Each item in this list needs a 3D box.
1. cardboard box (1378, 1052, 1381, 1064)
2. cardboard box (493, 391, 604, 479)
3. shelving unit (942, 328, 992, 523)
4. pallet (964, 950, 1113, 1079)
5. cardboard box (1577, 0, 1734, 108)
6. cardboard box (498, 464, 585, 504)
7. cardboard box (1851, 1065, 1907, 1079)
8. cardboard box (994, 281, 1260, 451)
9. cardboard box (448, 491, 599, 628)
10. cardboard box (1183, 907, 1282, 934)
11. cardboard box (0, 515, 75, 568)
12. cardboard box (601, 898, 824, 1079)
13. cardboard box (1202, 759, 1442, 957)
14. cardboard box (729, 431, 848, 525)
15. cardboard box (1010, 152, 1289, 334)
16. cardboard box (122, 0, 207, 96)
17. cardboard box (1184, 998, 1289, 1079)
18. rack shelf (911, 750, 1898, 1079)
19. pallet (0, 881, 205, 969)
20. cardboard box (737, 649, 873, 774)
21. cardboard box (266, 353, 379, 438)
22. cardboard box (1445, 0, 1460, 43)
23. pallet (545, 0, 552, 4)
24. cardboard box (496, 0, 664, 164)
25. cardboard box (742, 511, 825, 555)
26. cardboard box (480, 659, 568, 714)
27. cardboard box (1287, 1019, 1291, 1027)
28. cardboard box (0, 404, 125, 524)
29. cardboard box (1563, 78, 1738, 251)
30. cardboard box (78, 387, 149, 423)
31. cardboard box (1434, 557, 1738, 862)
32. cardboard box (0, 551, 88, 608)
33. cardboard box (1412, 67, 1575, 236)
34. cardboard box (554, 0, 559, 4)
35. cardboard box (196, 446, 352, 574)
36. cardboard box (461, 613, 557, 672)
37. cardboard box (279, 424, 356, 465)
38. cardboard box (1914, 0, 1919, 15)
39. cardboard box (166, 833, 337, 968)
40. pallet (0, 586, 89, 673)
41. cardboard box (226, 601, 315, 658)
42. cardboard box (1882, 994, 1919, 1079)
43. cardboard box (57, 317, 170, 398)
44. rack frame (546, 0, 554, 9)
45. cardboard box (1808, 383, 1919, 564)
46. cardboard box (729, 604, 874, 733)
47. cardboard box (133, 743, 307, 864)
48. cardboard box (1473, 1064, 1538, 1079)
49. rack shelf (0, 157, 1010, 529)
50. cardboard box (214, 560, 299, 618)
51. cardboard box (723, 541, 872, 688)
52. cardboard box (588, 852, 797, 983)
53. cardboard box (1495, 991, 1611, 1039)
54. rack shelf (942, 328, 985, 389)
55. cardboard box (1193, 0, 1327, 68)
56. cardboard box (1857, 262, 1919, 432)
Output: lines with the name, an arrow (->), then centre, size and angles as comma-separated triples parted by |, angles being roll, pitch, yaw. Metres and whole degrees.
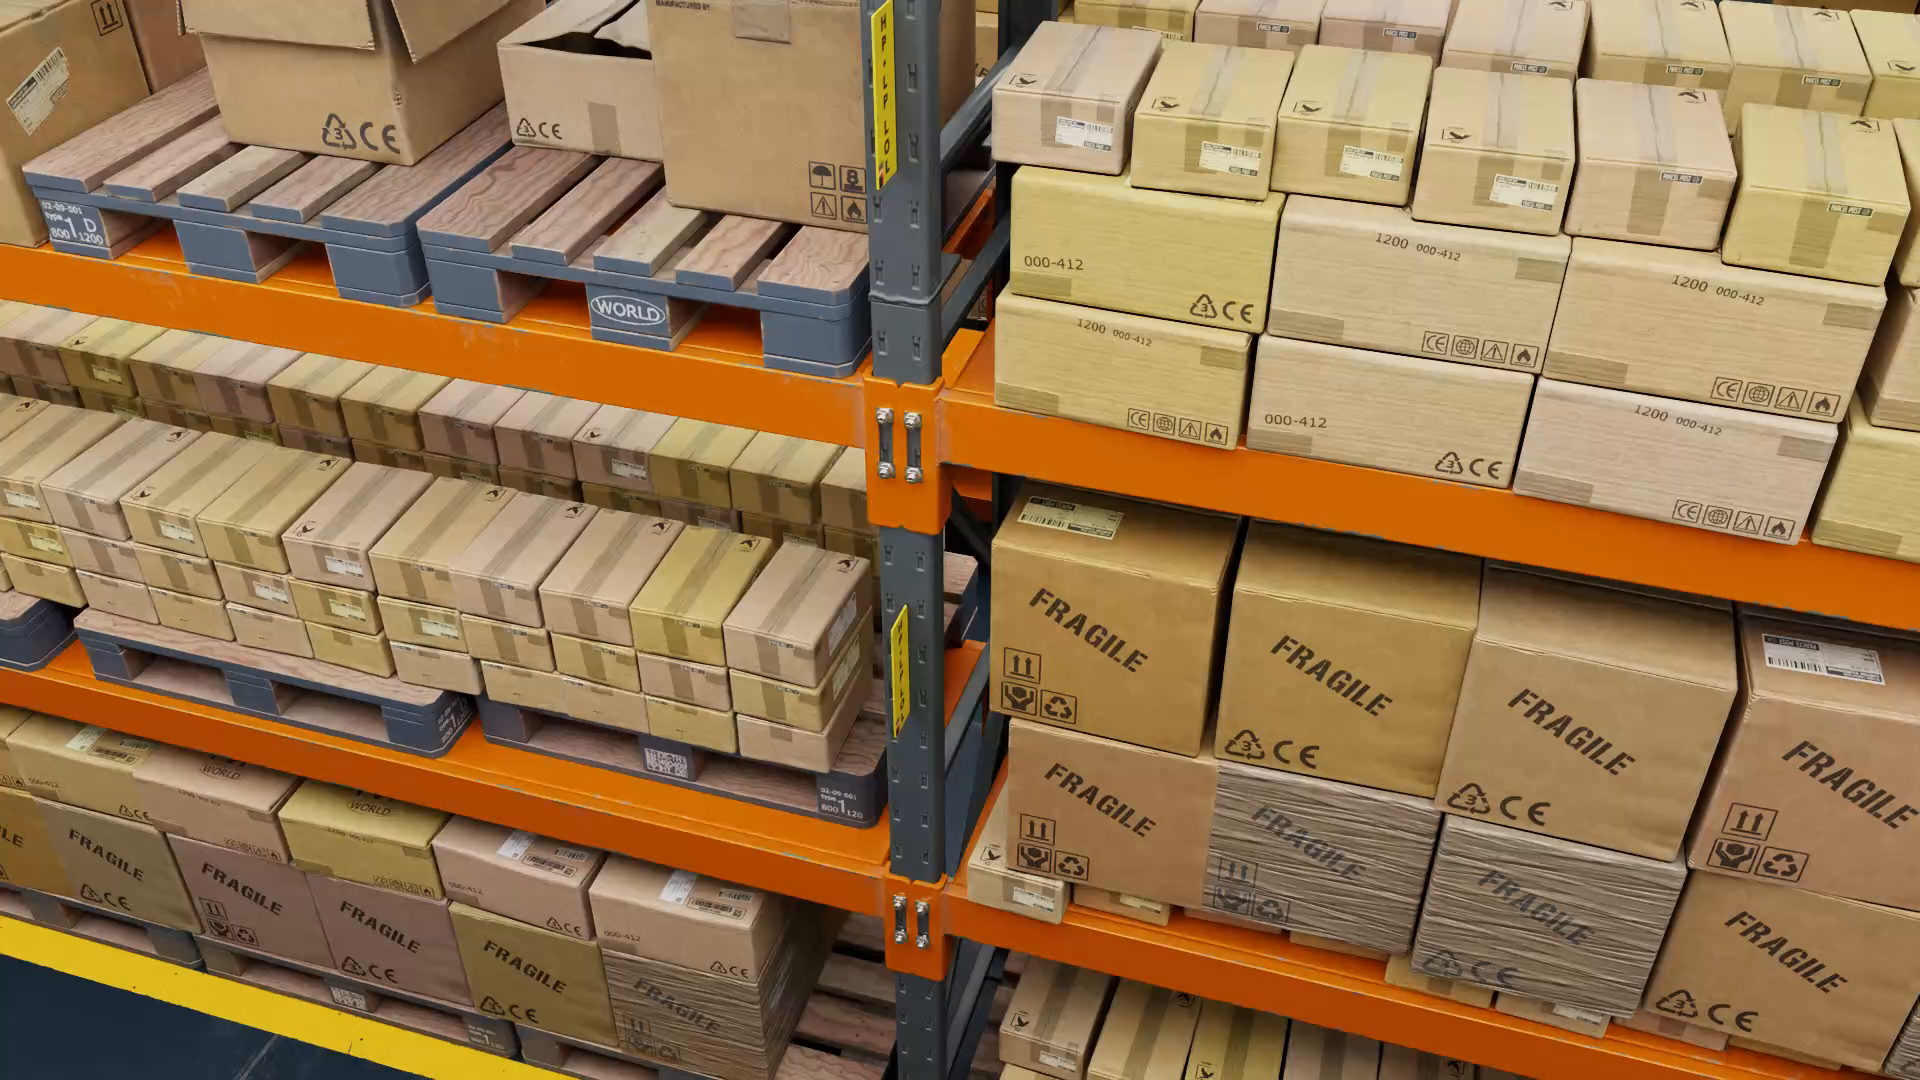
cardboard box -> 1.211, 1.531, 5.190 | 0.250, 0.149, 0.380 | 10, 37, 13
cardboard box -> -1.207, -0.364, 5.070 | 0.250, 0.149, 0.380 | 10, 38, 14
shelving unit -> 0.006, -0.452, 7.415 | 1.048, 1.125, 0.538 | 10, 38, 14
pallet -> 0.677, 1.678, 5.292 | 1.213, 0.211, 1.003 | 10, 38, 14
cardboard box -> 1.403, -0.973, 3.379 | 0.250, 0.149, 0.380 | 9, 37, 12
cardboard box -> -1.214, -0.243, 5.157 | 0.250, 0.149, 0.380 | 12, 38, 16
cardboard box -> 2.245, 1.089, 3.951 | 0.250, 0.149, 0.380 | 9, 37, 12
cardboard box -> 0.389, -0.460, 3.441 | 0.500, 0.250, 0.500 | 12, 38, 16
cardboard box -> -1.169, 0.048, 4.510 | 0.250, 0.149, 0.380 | 10, 38, 14
cardboard box -> 0.737, 0.814, 4.326 | 0.250, 0.149, 0.380 | 9, 37, 12
cardboard box -> -2.635, -0.103, 4.966 | 0.250, 0.149, 0.380 | 11, 38, 14
cardboard box -> -0.756, 1.306, 5.200 | 0.500, 0.500, 0.500 | 10, 37, 13
cardboard box -> 0.898, 0.610, 4.056 | 0.500, 0.500, 0.500 | 10, 38, 14
cardboard box -> -0.481, -0.227, 4.883 | 0.250, 0.149, 0.380 | 12, 38, 15
cardboard box -> 0.413, -0.672, 3.306 | 0.500, 0.250, 0.500 | 12, 38, 15
cardboard box -> -2.214, -1.370, 4.466 | 0.500, 0.500, 0.500 | 10, 38, 14
cardboard box -> 0.794, 1.473, 4.767 | 0.250, 0.149, 0.380 | 10, 38, 13
rack shelf -> 1.935, 1.100, 4.332 | 4.000, 0.370, 1.077 | 10, 38, 14
pallet -> -3.047, 1.011, 6.198 | 1.213, 0.211, 1.003 | 10, 38, 14
cardboard box -> -0.413, 0.430, 4.492 | 0.250, 0.149, 0.380 | 10, 37, 13
cardboard box -> -1.954, -0.501, 5.256 | 0.250, 0.149, 0.380 | 12, 38, 16
cardboard box -> 2.450, -2.373, 7.686 | 0.500, 0.500, 0.500 | 10, 38, 14
pallet -> -2.929, -3.027, 9.495 | 1.003, 0.211, 1.213 | 10, 38, 14
cardboard box -> -0.752, -1.159, 3.985 | 0.500, 0.311, 0.500 | 10, 38, 13
cardboard box -> -0.461, -0.106, 4.970 | 0.250, 0.149, 0.380 | 10, 37, 13
cardboard box -> -1.137, 0.295, 4.676 | 0.250, 0.149, 0.380 | 9, 37, 12
cardboard box -> 1.154, 1.369, 5.159 | 0.250, 0.149, 0.380 | 11, 38, 14
cardboard box -> -2.666, -0.228, 4.885 | 0.250, 0.149, 0.380 | 9, 37, 12
cardboard box -> 1.225, -0.680, 2.981 | 0.250, 0.149, 0.380 | 9, 37, 12
cardboard box -> -2.678, -0.517, 5.529 | 0.250, 0.149, 0.380 | 11, 38, 15
cardboard box -> 1.355, 0.301, 3.632 | 0.500, 0.500, 0.500 | 11, 38, 15
cardboard box -> -2.654, 0.017, 5.055 | 0.250, 0.149, 0.380 | 12, 38, 16
cardboard box -> 0.972, -0.714, 3.027 | 0.250, 0.149, 0.380 | 9, 37, 13
cardboard box -> -1.834, -2.839, 8.993 | 0.500, 0.500, 0.500 | 12, 38, 15
cardboard box -> -1.917, -0.089, 4.696 | 0.250, 0.149, 0.380 | 10, 38, 13
cardboard box -> -1.163, 0.173, 4.591 | 0.250, 0.149, 0.380 | 9, 37, 12
cardboard box -> -1.953, -0.382, 5.345 | 0.250, 0.149, 0.380 | 11, 38, 15
cardboard box -> 4.564, -2.312, 7.604 | 0.500, 0.500, 0.500 | 10, 37, 13
cardboard box -> -2.221, 1.031, 5.573 | 0.500, 0.500, 0.500 | 10, 37, 13
pallet -> -3.080, -0.108, 5.528 | 1.003, 0.211, 1.213 | 10, 38, 14
cardboard box -> -1.911, 0.155, 4.867 | 0.250, 0.149, 0.380 | 9, 37, 12
cardboard box -> 2.361, 0.891, 3.673 | 0.500, 0.500, 0.500 | 11, 38, 14
cardboard box -> -2.699, -0.639, 5.443 | 0.250, 0.149, 0.380 | 12, 38, 15
rack frame -> -2.217, -3.039, 9.349 | 0.127, 3.000, 1.000 | 10, 38, 14
cardboard box -> 1.859, -0.179, 3.059 | 0.500, 0.250, 0.500 | 12, 38, 16
cardboard box -> -0.413, 0.310, 4.405 | 0.250, 0.149, 0.380 | 12, 38, 15
cardboard box -> -2.254, 0.728, 5.352 | 0.500, 0.250, 0.500 | 11, 38, 14
cardboard box -> 1.553, 1.599, 4.596 | 0.250, 0.149, 0.380 | 9, 37, 12
rack shelf -> -1.883, -0.815, 4.404 | 4.000, 0.370, 1.077 | 10, 38, 14
cardboard box -> -1.903, 0.033, 4.781 | 0.250, 0.149, 0.380 | 12, 38, 16
cardboard box -> -0.416, 0.188, 4.319 | 0.250, 0.149, 0.380 | 12, 38, 16
cardboard box -> -0.761, 1.003, 4.978 | 0.500, 0.250, 0.500 | 10, 37, 13
cardboard box -> 1.470, 0.998, 4.075 | 0.250, 0.149, 0.380 | 12, 38, 16
rack shelf -> 0.006, -0.688, 7.241 | 1.000, 0.278, 0.538 | 10, 38, 14
cardboard box -> 0.661, -1.111, 3.567 | 0.250, 0.149, 0.380 | 11, 38, 15
cardboard box -> 1.873, -0.401, 2.938 | 0.500, 0.250, 0.500 | 9, 37, 12
